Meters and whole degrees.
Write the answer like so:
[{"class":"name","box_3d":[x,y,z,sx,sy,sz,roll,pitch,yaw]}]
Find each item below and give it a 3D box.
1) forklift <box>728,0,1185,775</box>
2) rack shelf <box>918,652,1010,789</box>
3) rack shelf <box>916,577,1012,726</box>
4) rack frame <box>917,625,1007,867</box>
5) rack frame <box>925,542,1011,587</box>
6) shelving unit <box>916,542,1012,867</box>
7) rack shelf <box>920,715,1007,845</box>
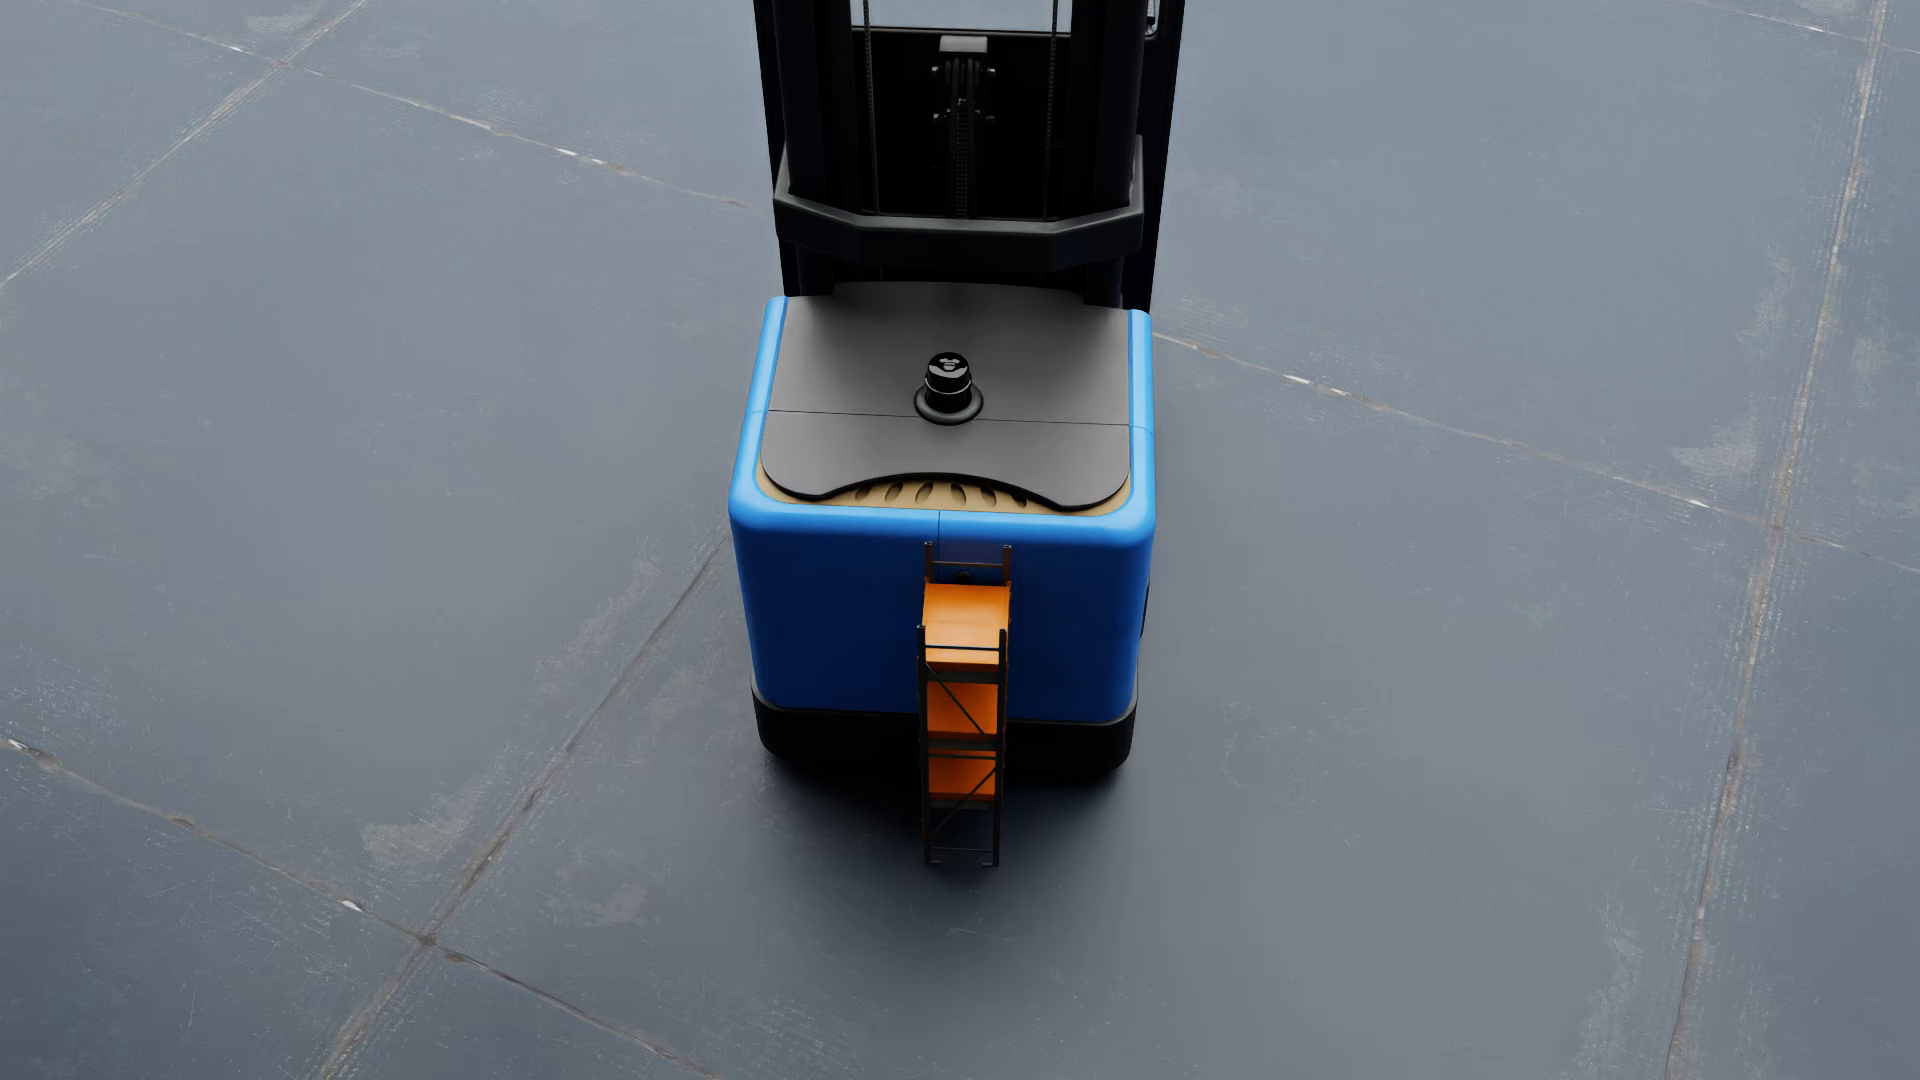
[{"class":"forklift","box_3d":[0.036,-1.423,4.536,1.130,2.935,3.031,2,50,2]},{"class":"rack shelf","box_3d":[0.012,0.451,4.191,0.215,0.259,0.240,2,50,2]},{"class":"rack shelf","box_3d":[0.012,0.267,3.975,0.215,0.259,0.240,2,50,2]},{"class":"rack frame","box_3d":[0.005,0.537,4.104,0.200,1.050,0.008,2,50,2]},{"class":"rack frame","box_3d":[0.019,0.351,4.262,0.200,1.050,0.008,2,50,2]},{"class":"shelving unit","box_3d":[0.012,0.444,4.183,0.215,1.050,0.252,2,50,2]},{"class":"rack shelf","box_3d":[0.012,0.631,4.403,0.215,0.259,0.240,2,50,2]}]
